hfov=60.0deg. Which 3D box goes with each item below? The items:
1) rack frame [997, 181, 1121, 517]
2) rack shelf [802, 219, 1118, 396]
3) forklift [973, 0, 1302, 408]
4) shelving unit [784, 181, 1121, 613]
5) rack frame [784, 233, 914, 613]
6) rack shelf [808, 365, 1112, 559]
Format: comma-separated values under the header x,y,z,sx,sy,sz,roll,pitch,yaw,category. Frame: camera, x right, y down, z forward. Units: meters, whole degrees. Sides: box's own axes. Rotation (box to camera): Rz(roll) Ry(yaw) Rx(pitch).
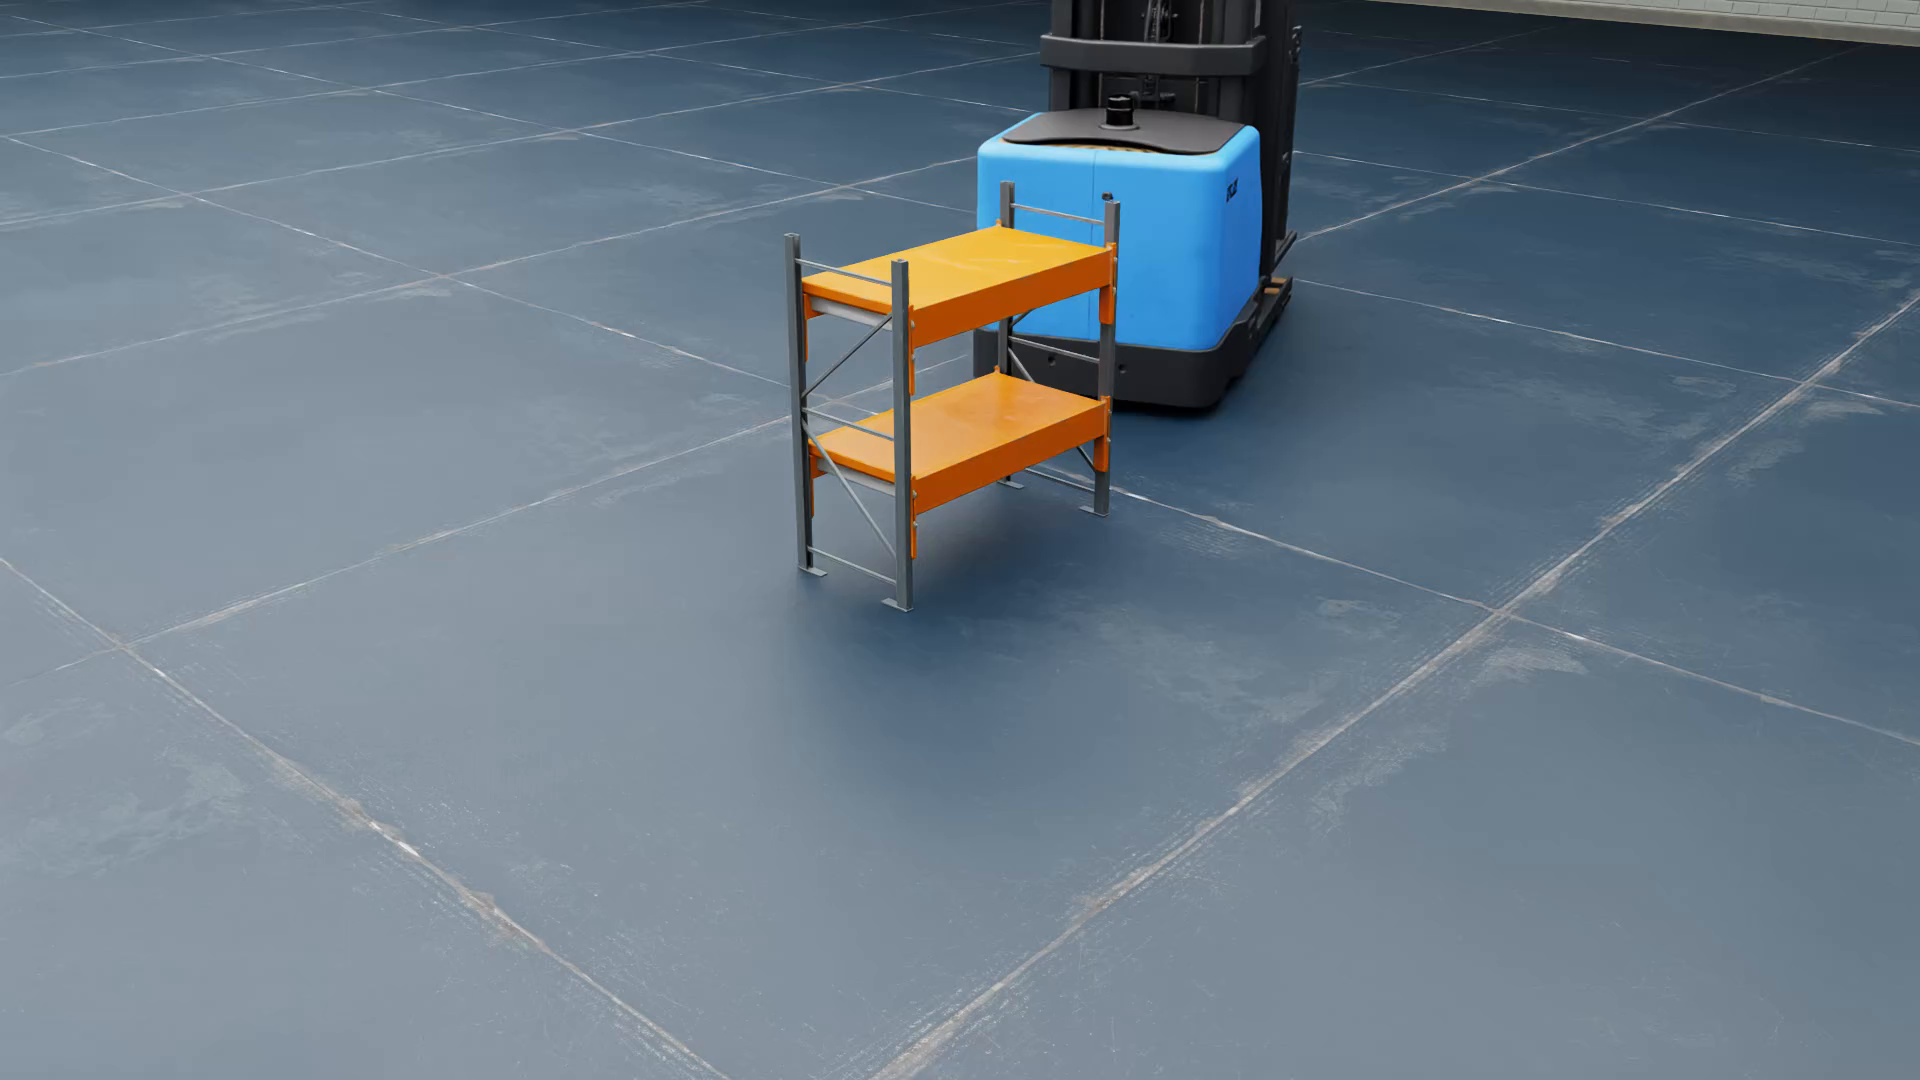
x,y,z,sx,sy,sz,roll,pitch,yaw,category
0.335,-0.666,5.861,0.500,1.125,0.032,20,31,38,rack frame
-0.005,-0.778,5.396,0.538,0.278,1.000,20,31,38,rack shelf
1.023,-2.454,7.640,1.130,2.935,3.031,8,25,18,forklift
-0.005,-0.511,5.515,0.538,1.125,1.048,20,31,38,shelving unit
-0.344,-0.356,5.170,0.500,1.125,0.032,20,31,38,rack frame
-0.005,-0.288,5.615,0.538,0.278,1.000,20,31,38,rack shelf
